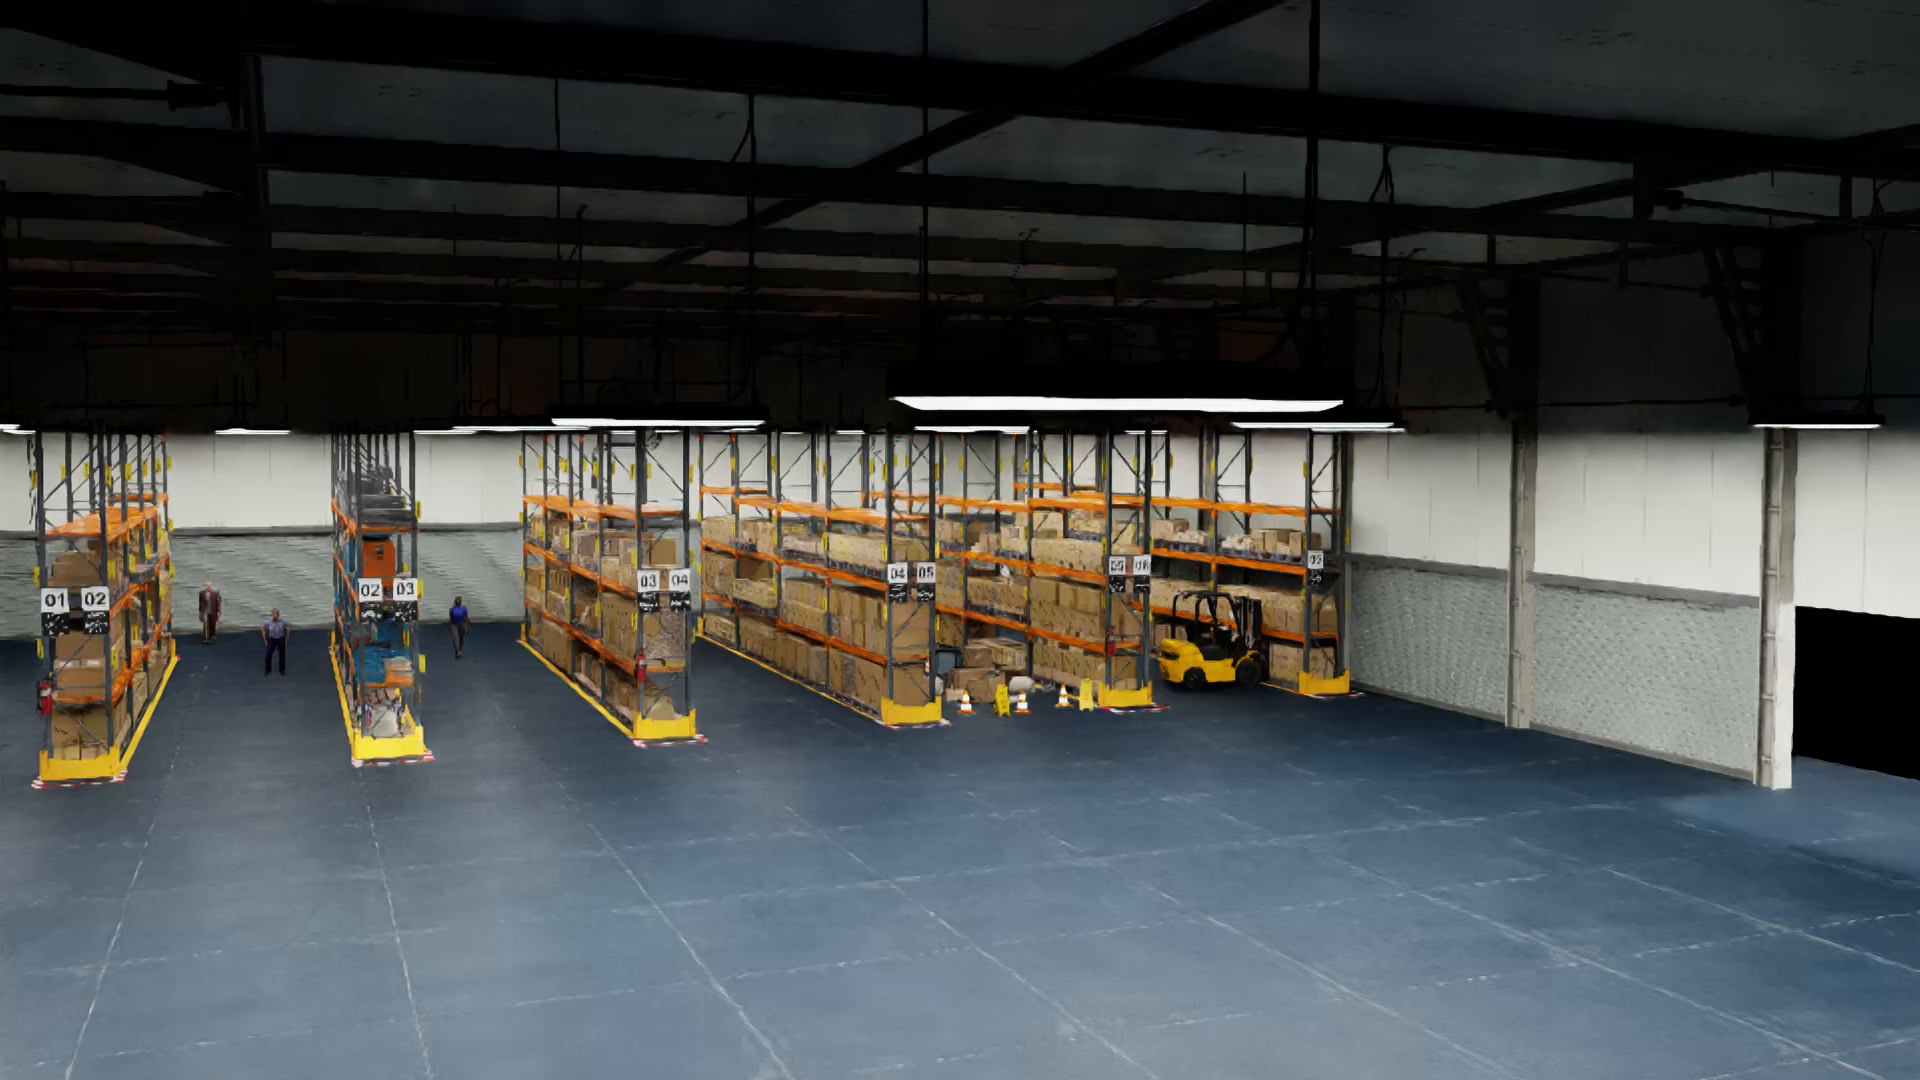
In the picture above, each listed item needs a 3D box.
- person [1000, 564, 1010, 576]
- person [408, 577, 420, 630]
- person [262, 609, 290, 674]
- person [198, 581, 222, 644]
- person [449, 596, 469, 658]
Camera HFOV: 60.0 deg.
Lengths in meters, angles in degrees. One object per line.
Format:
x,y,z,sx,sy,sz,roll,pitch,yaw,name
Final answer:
1.421,1.495,53.592,0.605,1.771,0.766,3,5,38,person
-16.135,1.878,48.933,0.499,1.588,0.476,2,4,30,person
-16.432,2.438,39.942,0.625,1.596,0.517,-2,4,-24,person
-20.734,1.986,45.972,0.603,1.724,1.111,-2,4,-23,person
-12.937,2.233,42.983,0.461,1.596,0.986,-2,4,-23,person
